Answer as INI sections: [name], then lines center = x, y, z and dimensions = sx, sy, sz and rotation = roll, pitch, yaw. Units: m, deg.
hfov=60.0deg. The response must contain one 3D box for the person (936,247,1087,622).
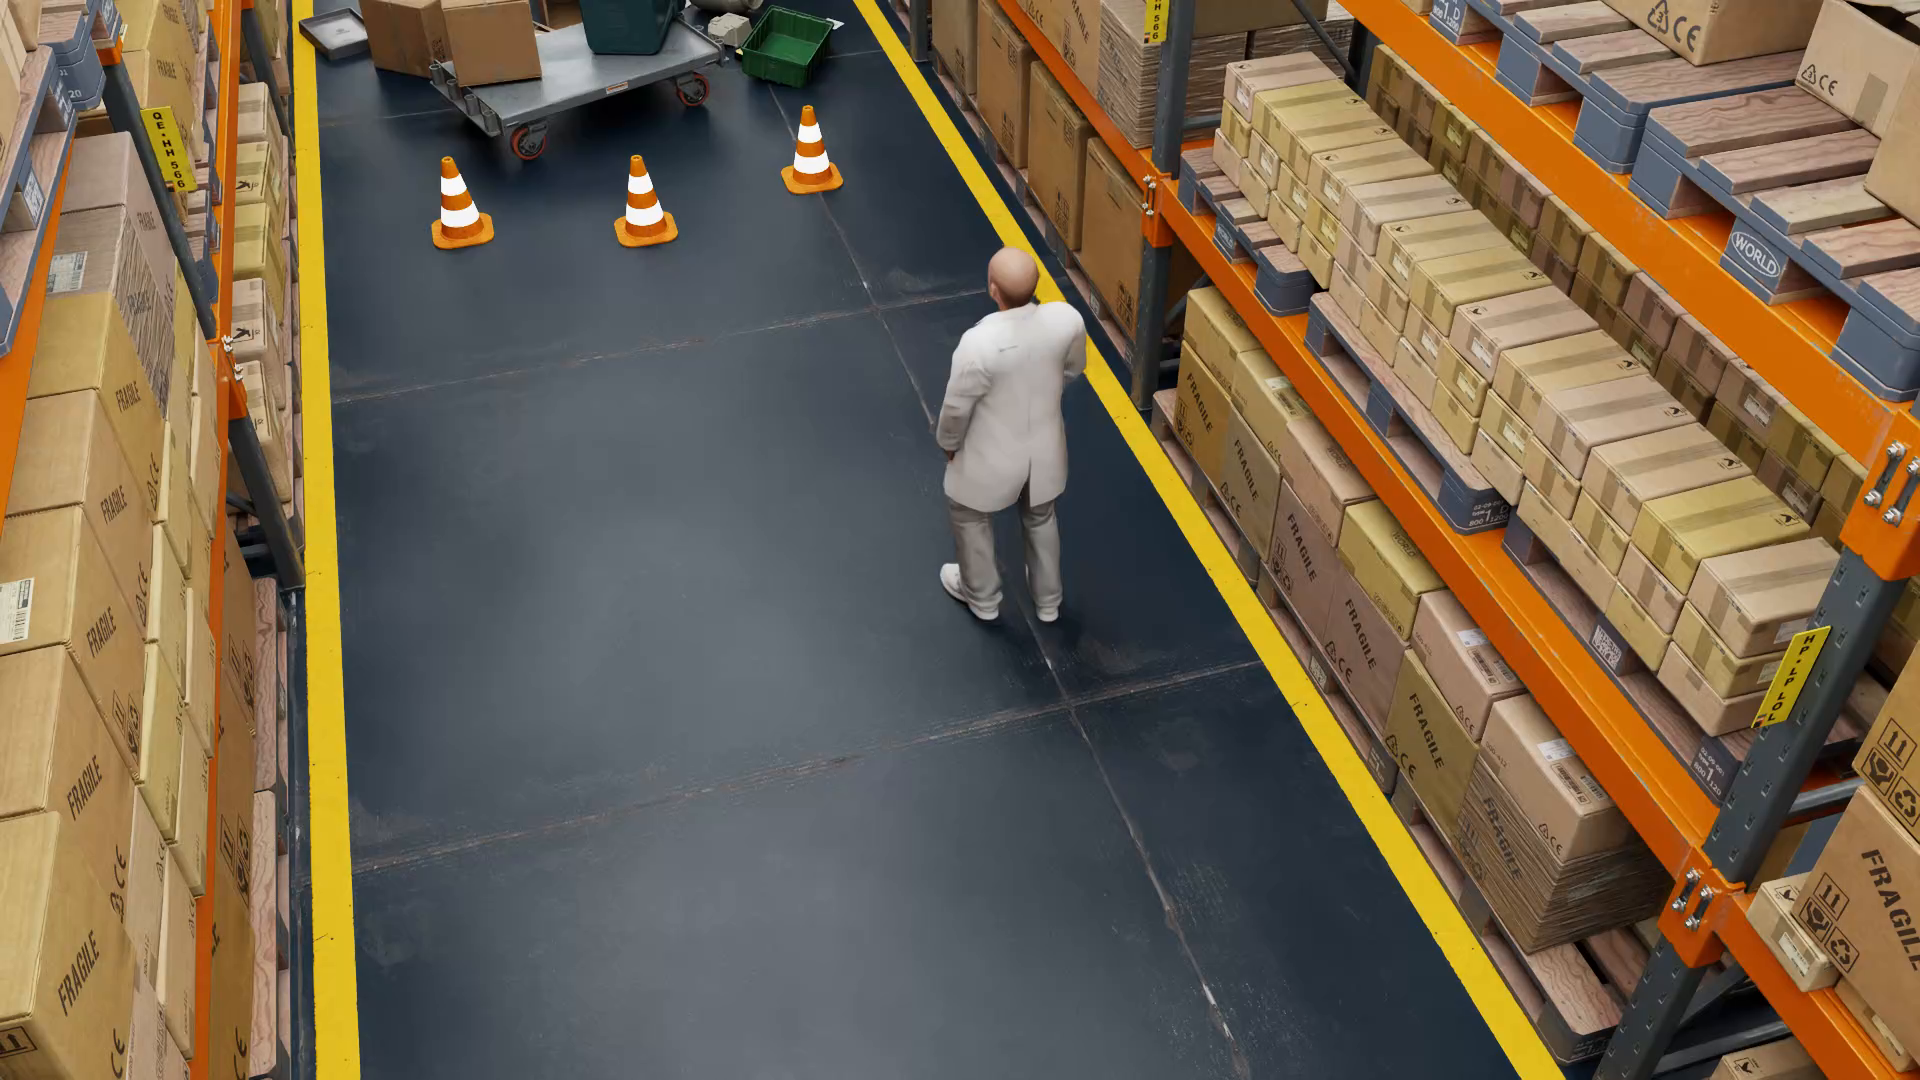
[person]
center = 0.179, -0.417, 6.638
dimensions = 0.637, 1.779, 0.490
rotation = -18, 45, -19
